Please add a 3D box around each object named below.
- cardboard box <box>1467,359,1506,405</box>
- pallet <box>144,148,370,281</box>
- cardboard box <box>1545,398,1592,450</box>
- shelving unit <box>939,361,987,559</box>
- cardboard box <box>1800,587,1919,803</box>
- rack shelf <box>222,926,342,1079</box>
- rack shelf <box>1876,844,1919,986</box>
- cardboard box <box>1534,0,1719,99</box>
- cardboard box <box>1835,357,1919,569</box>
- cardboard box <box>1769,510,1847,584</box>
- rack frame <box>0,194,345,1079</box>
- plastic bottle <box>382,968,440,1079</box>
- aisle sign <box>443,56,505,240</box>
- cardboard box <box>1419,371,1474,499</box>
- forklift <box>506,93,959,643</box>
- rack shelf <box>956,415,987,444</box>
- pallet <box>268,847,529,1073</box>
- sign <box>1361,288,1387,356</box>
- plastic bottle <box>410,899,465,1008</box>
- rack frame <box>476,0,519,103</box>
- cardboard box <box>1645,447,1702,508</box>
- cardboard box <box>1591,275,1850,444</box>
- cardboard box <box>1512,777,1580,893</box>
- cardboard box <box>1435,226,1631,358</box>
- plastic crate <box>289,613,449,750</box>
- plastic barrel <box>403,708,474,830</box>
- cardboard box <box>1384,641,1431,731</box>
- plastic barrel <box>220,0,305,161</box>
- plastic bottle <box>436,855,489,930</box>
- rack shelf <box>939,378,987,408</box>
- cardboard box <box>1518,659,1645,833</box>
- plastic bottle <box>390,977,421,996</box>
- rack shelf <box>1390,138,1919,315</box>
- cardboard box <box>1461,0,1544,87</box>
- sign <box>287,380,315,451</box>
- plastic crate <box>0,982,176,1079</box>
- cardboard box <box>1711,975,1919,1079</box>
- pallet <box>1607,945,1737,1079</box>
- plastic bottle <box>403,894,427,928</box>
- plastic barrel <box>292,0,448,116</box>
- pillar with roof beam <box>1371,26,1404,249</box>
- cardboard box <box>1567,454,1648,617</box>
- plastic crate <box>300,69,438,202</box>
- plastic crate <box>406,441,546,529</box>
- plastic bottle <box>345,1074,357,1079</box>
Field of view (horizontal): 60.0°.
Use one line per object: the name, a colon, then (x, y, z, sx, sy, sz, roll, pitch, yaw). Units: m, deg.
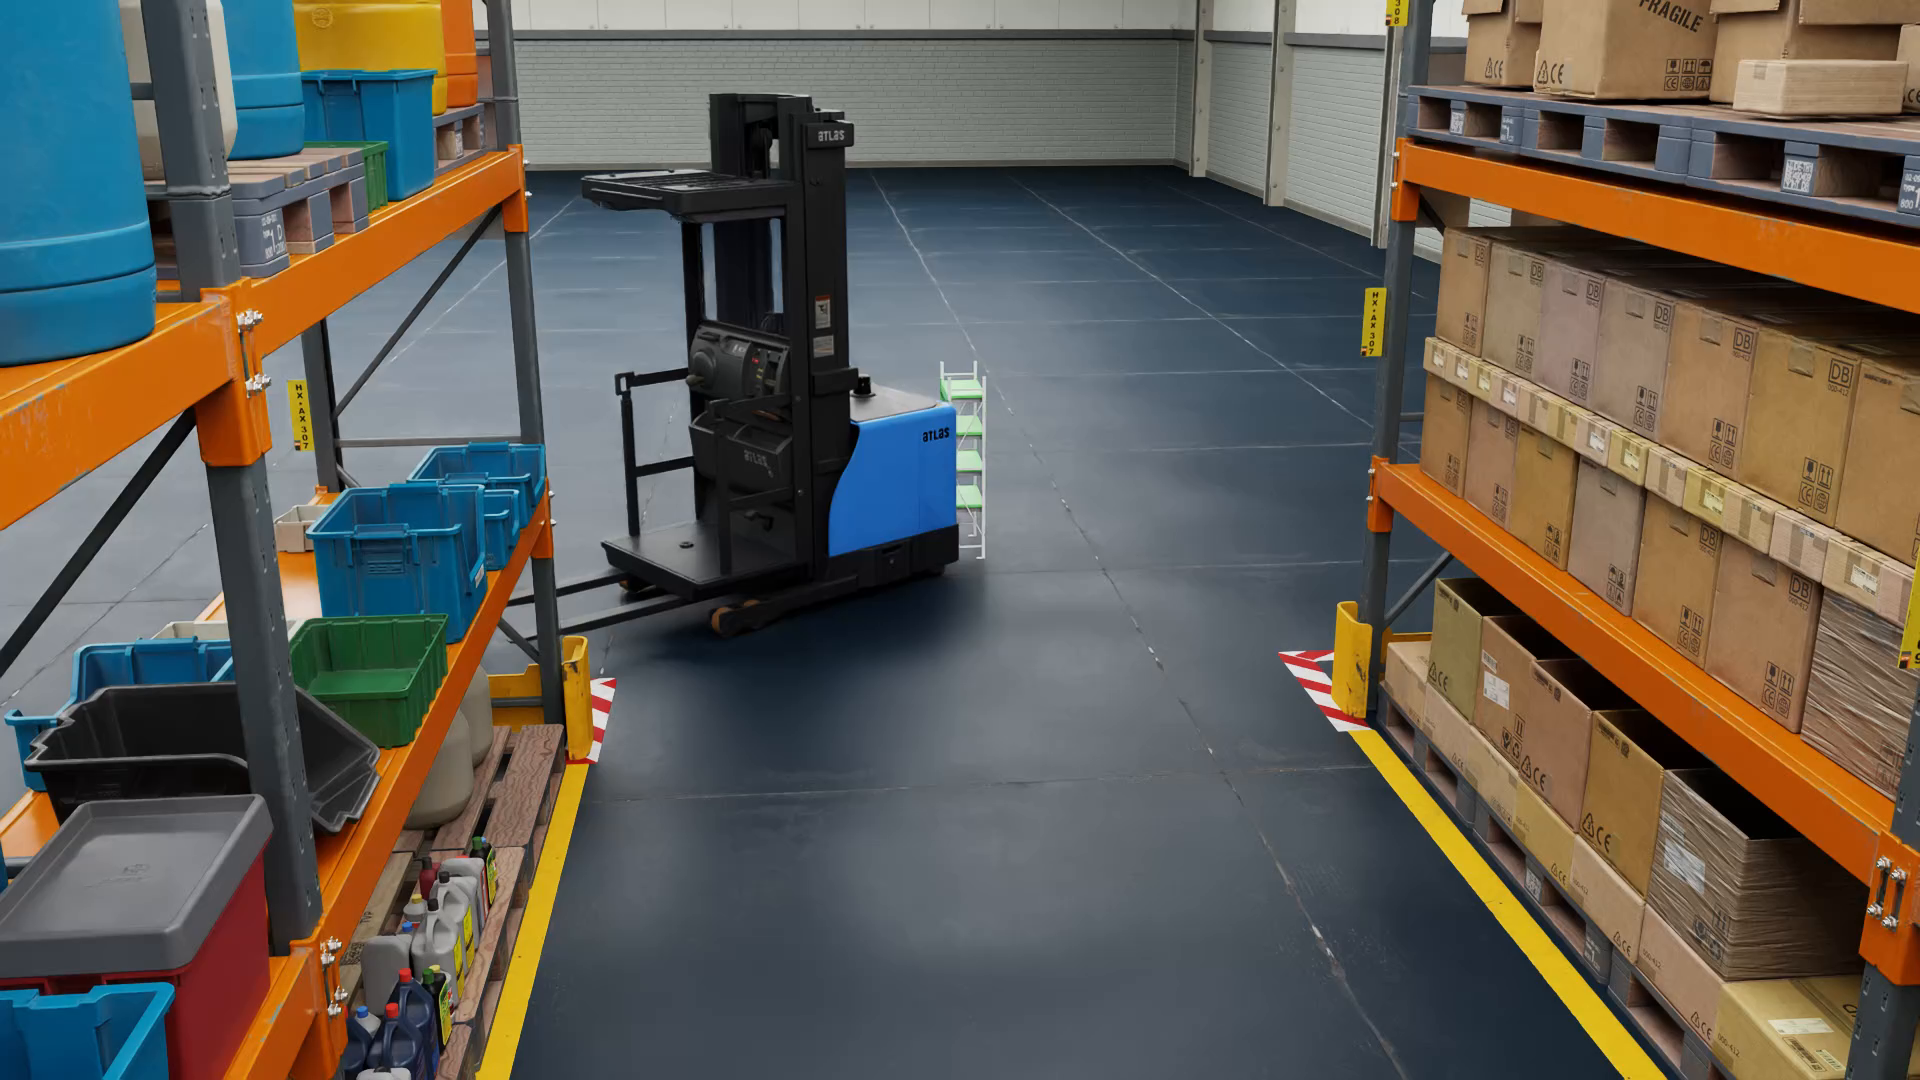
cardboard box: (2.394, -0.677, 7.077, 0.380, 0.149, 0.250, -2, 18, -5)
pallet: (-2.173, -0.806, 4.044, 1.213, 0.211, 1.003, -2, 18, -6)
cardboard box: (2.474, -0.447, 6.343, 0.380, 0.149, 0.250, -2, 18, -6)
shelving unit: (0.017, -0.523, 10.840, 0.258, 1.200, 0.503, -2, 18, -6)
cardboard box: (2.874, 0.415, 4.680, 0.700, 0.500, 0.500, -2, 18, -7)
rack shelf: (-1.795, 1.686, 2.000, 1.077, 0.370, 4.000, -2, 18, -6)
rack shelf: (3.132, 1.534, 2.484, 1.077, 0.370, 4.000, -2, 18, -6)
cardboard box: (2.413, -1.840, 5.919, 0.500, 0.500, 0.500, -2, 18, -6)
cardboard box: (2.874, -0.204, 4.485, 0.700, 0.500, 0.500, -2, 18, -5)
cardboard box: (2.632, 0.012, 4.882, 0.380, 0.149, 0.250, -2, 18, -7)
rack frame: (-2.002, 0.747, 3.790, 1.000, 3.000, 0.127, -2, 18, -6)
plastic bottle: (-1.692, 1.491, 5.107, 0.144, 0.351, 0.185, -3, 18, -8)
aisle sign: (-2.126, -1.716, 7.294, 0.394, 0.787, 0.004, -2, 18, -6)
cardboard box: (2.549, -0.505, 7.611, 0.700, 0.500, 0.500, -2, 18, -6)
forklift: (-1.445, -1.026, 9.553, 3.031, 2.935, 1.130, -15, 23, -39)
rack shelf: (0.017, -0.691, 10.788, 0.258, 0.148, 0.480, -2, 18, -6)
pallet: (-2.158, 1.512, 6.010, 1.003, 0.211, 1.213, -2, 18, -6)
sign: (1.960, -1.032, 7.880, 0.100, 0.325, 0.005, -2, 18, -6)
plastic bottle: (-1.735, 1.365, 5.511, 0.144, 0.351, 0.185, -2, 18, -6)
rack frame: (-2.414, -3.307, 6.688, 1.000, 3.000, 0.127, -2, 18, -6)
cardboard box: (2.555, -0.215, 5.604, 0.380, 0.149, 0.250, -1, 17, -4)
cardboard box: (2.718, -0.652, 5.914, 0.700, 0.500, 0.500, -2, 18, -6)
cardboard box: (2.500, 1.128, 6.465, 0.500, 0.250, 0.500, -2, 18, -6)
cardboard box: (2.554, -1.108, 7.366, 0.700, 0.500, 0.500, -2, 18, -5)
plastic crate: (-1.861, 0.435, 5.138, 0.450, 0.188, 0.662, -2, 18, -6)
plastic barrel: (-2.219, 0.885, 6.803, 0.421, 0.512, 0.421, 0, 17, 0)
cardboard box: (2.347, 0.681, 7.888, 0.500, 0.250, 0.500, -2, 18, -6)
plastic barrel: (-1.998, -1.424, 4.158, 0.600, 0.901, 0.708, -2, 18, -6)
plastic bottle: (-1.790, 1.254, 5.987, 0.152, 0.276, 0.135, -2, 18, -5)
rack shelf: (0.017, -0.920, 10.716, 0.258, 0.148, 0.480, -2, 18, -6)
cardboard box: (2.499, 0.771, 6.352, 0.500, 0.500, 0.500, -2, 18, -6)
plastic bottle: (-1.744, 1.486, 5.255, 0.097, 0.271, 0.097, 0, 17, 0)
rack shelf: (2.719, -1.089, 5.831, 1.077, 0.370, 4.000, -2, 18, -6)
cardboard box: (2.568, -2.173, 6.976, 0.797, 0.503, 0.637, -1, 17, -2)
sign: (-2.962, -0.561, 7.495, 0.100, 0.325, 0.005, -2, 18, -6)
plastic crate: (-1.578, 1.074, 2.777, 0.392, 0.384, 0.575, -2, 18, -6)
cardboard box: (2.660, 1.575, 5.042, 0.500, 0.250, 0.500, -2, 18, -6)
pallet: (2.885, 1.687, 5.451, 1.003, 0.211, 1.213, -2, 18, -6)
plastic bottle: (-1.898, 1.341, 5.836, 0.097, 0.201, 0.097, 0, 17, 0)
plastic barrel: (-2.170, -1.830, 5.977, 0.600, 0.588, 0.600, 0, 17, 0)
pillar with roof beam: (2.234, -8.661, 23.742, 9.100, 9.000, 0.400, -2, 18, -6)
cardboard box: (2.711, -0.044, 6.142, 0.700, 0.500, 0.500, -1, 17, -4)
plastic crate: (-1.918, -1.310, 5.359, 0.392, 0.384, 0.575, -2, 18, -6)
plastic crate: (-2.065, -0.234, 7.163, 0.499, 0.251, 0.616, -2, 18, -6)
plastic bottle: (-1.765, 1.632, 4.770, 0.061, 0.283, 0.133, -2, 18, -6)
